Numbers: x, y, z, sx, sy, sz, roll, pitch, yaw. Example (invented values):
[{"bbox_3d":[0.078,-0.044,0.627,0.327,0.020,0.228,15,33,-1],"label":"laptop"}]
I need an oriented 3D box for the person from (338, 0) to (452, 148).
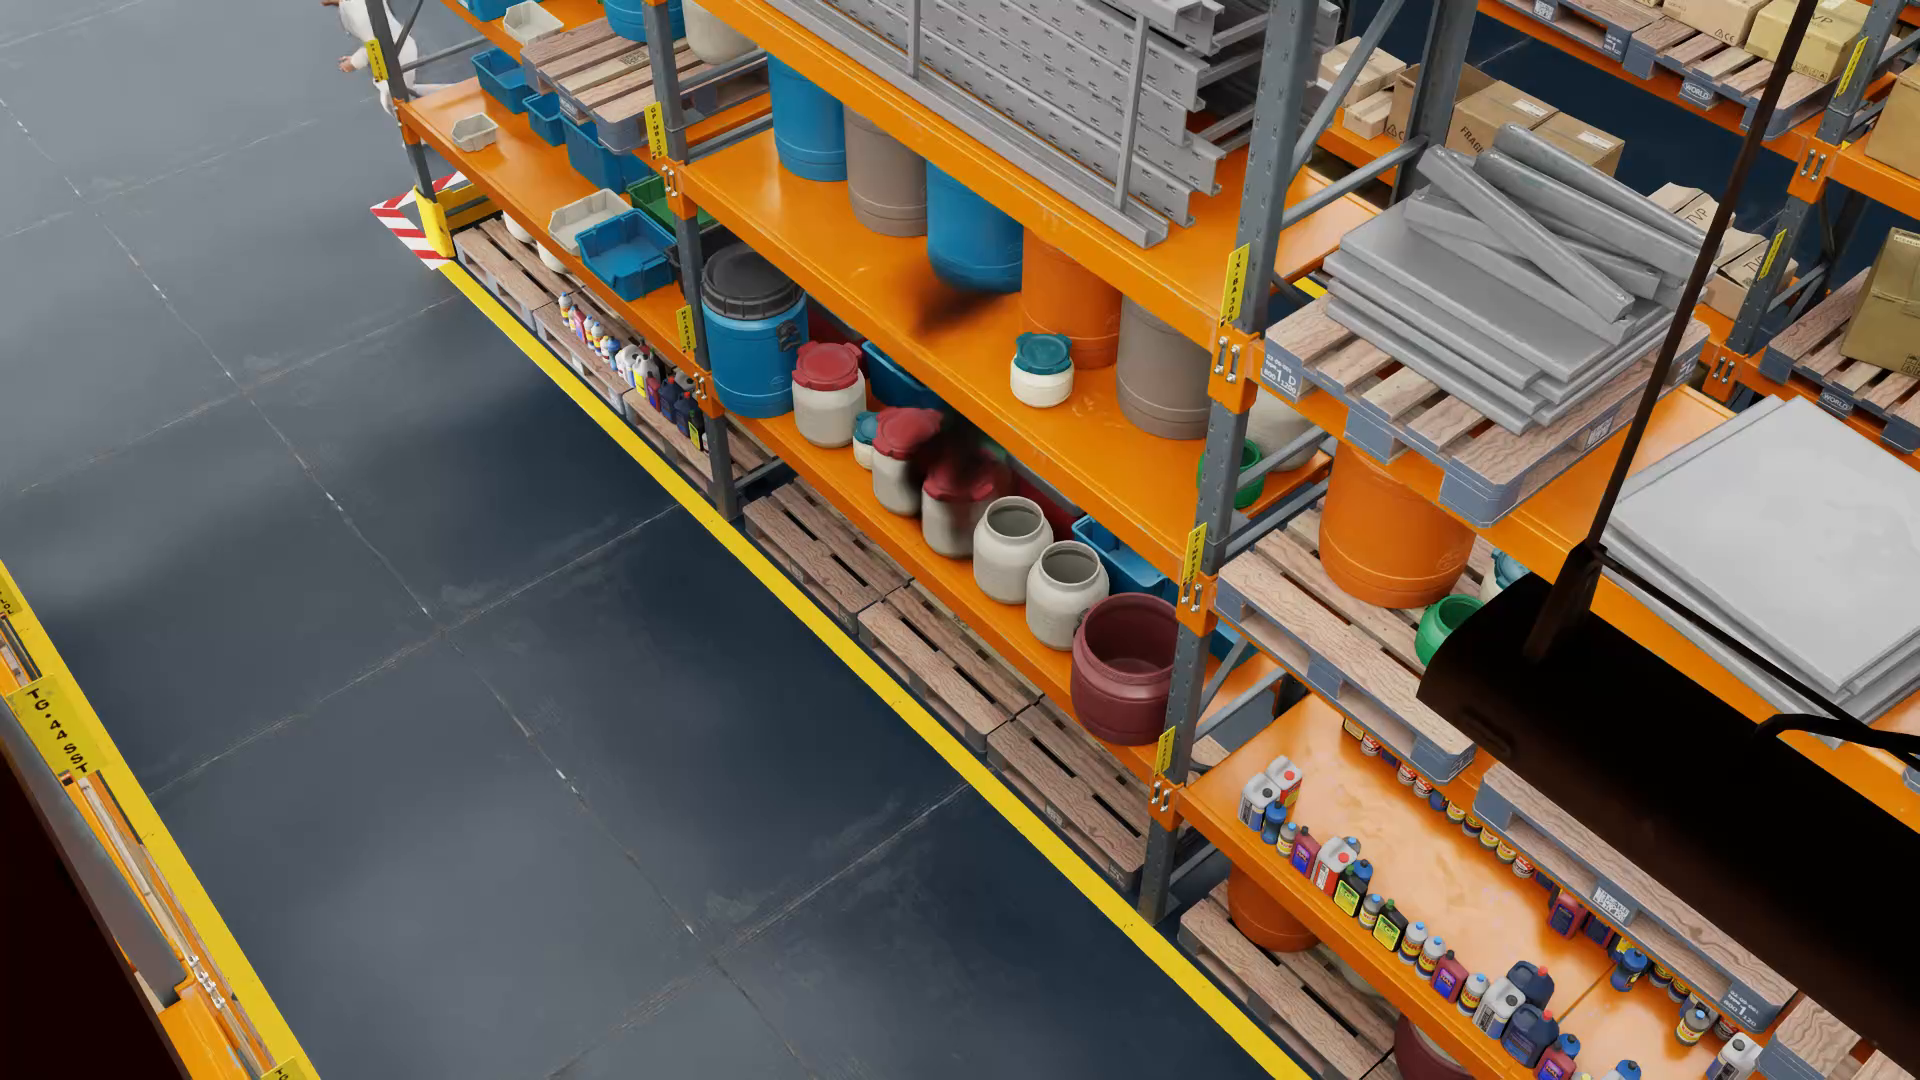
[{"bbox_3d":[-4.597,-3.946,13.767,0.784,1.427,0.731,-13,48,-12],"label":"person"}]
